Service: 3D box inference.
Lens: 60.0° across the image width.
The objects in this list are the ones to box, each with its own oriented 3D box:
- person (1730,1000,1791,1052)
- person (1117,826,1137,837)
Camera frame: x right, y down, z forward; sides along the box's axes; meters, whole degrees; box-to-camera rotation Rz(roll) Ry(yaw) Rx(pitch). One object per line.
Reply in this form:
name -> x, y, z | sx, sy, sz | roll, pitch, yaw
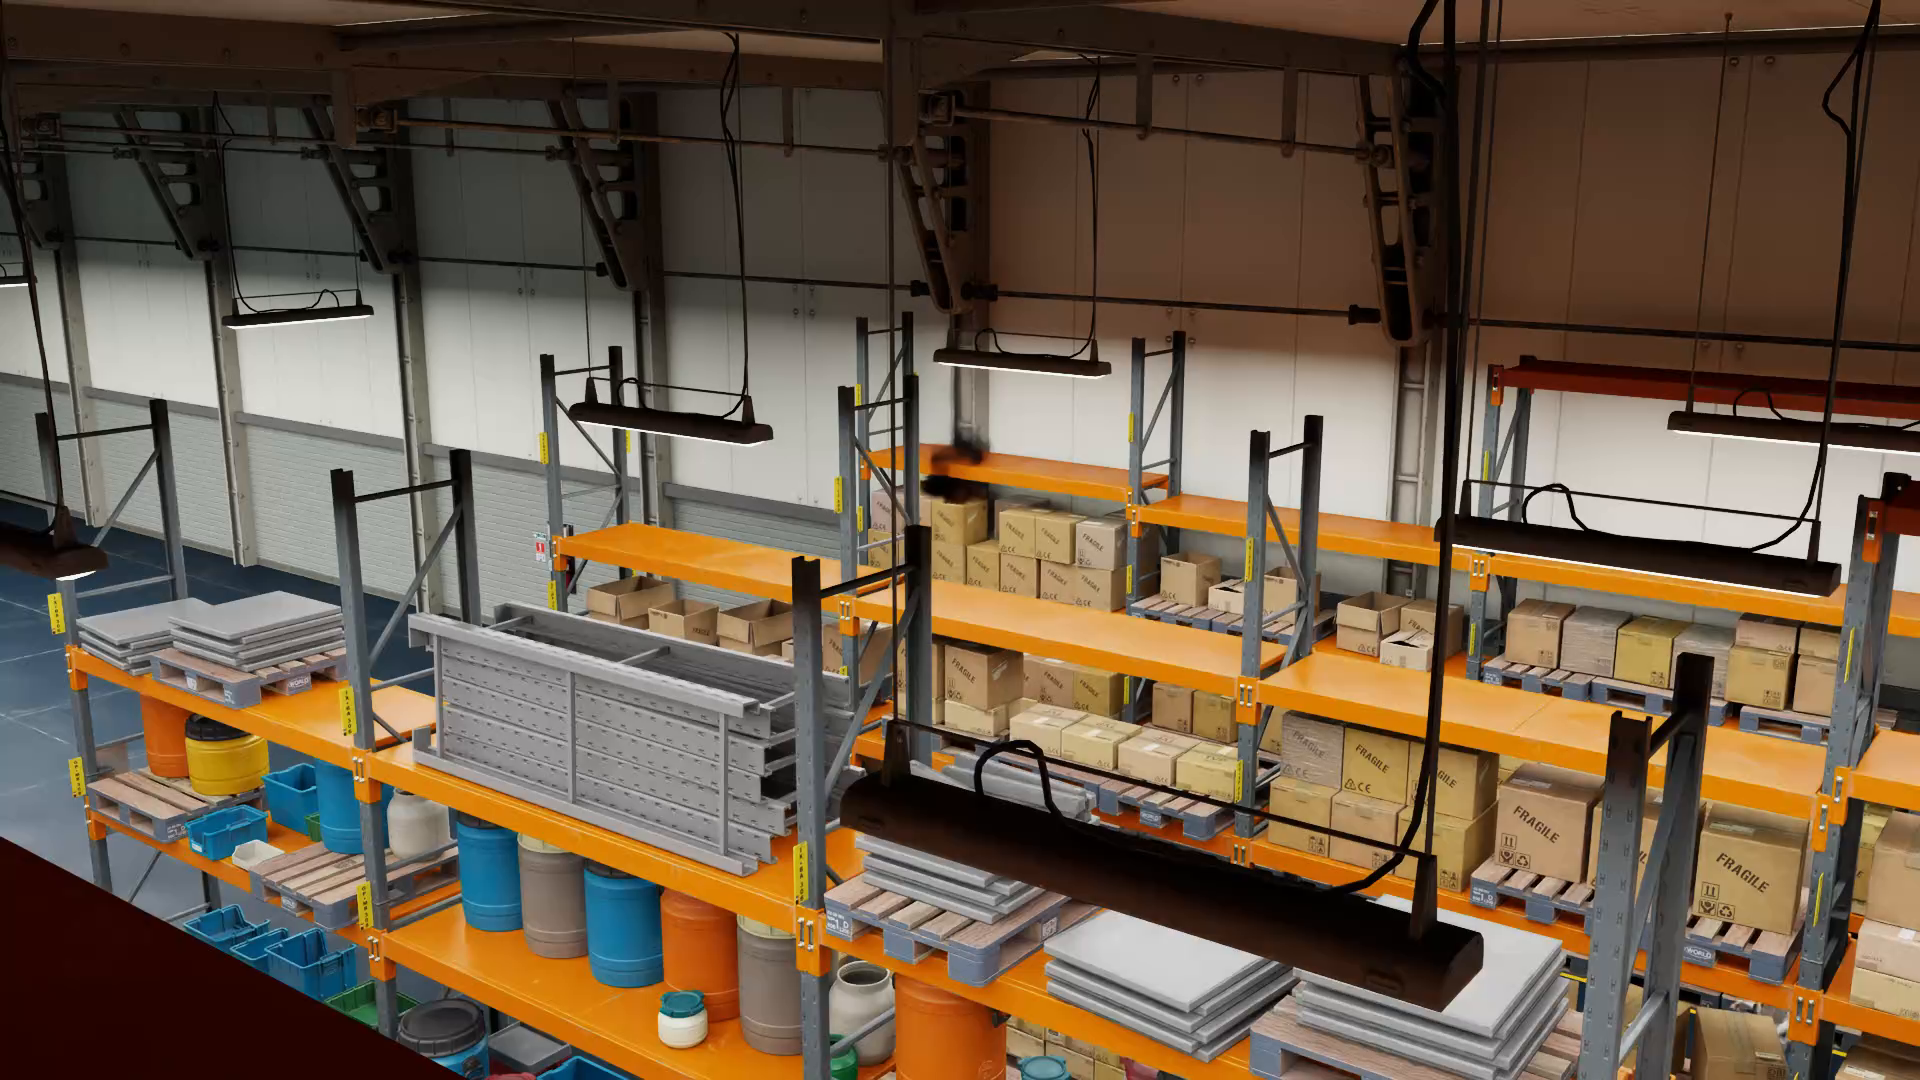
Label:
person -> 6.697, 4.118, 13.843 | 0.548, 1.651, 0.607 | 6, 14, 24
person -> 1.615, 3.558, 16.200 | 0.890, 1.679, 0.576 | 8, 15, 32
